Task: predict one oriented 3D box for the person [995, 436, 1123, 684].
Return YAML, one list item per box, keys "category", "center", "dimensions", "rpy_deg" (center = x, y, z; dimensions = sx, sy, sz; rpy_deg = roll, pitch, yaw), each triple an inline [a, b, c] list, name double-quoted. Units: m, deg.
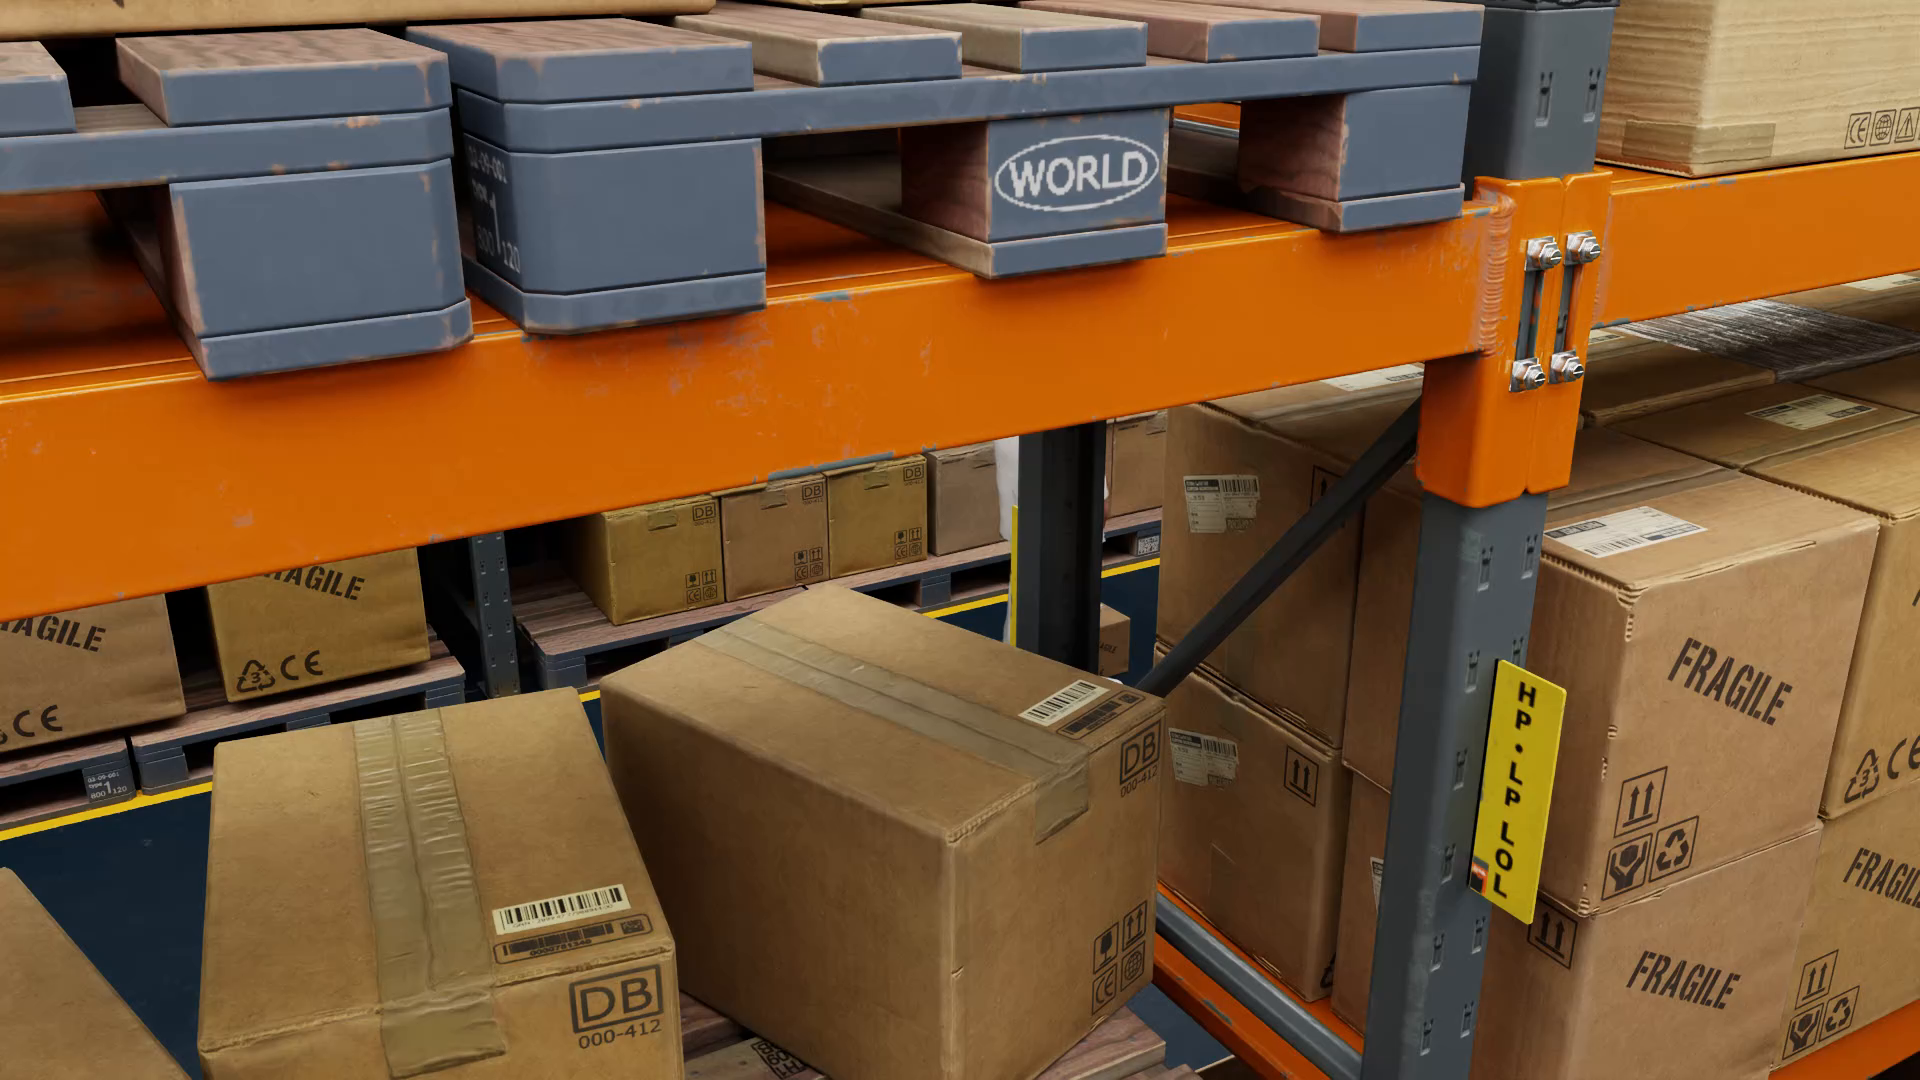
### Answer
- category: "person"
  center: [0.359, -0.222, 6.671]
  dimensions: [0.418, 1.774, 0.653]
  rpy_deg: [-13, 25, -30]
